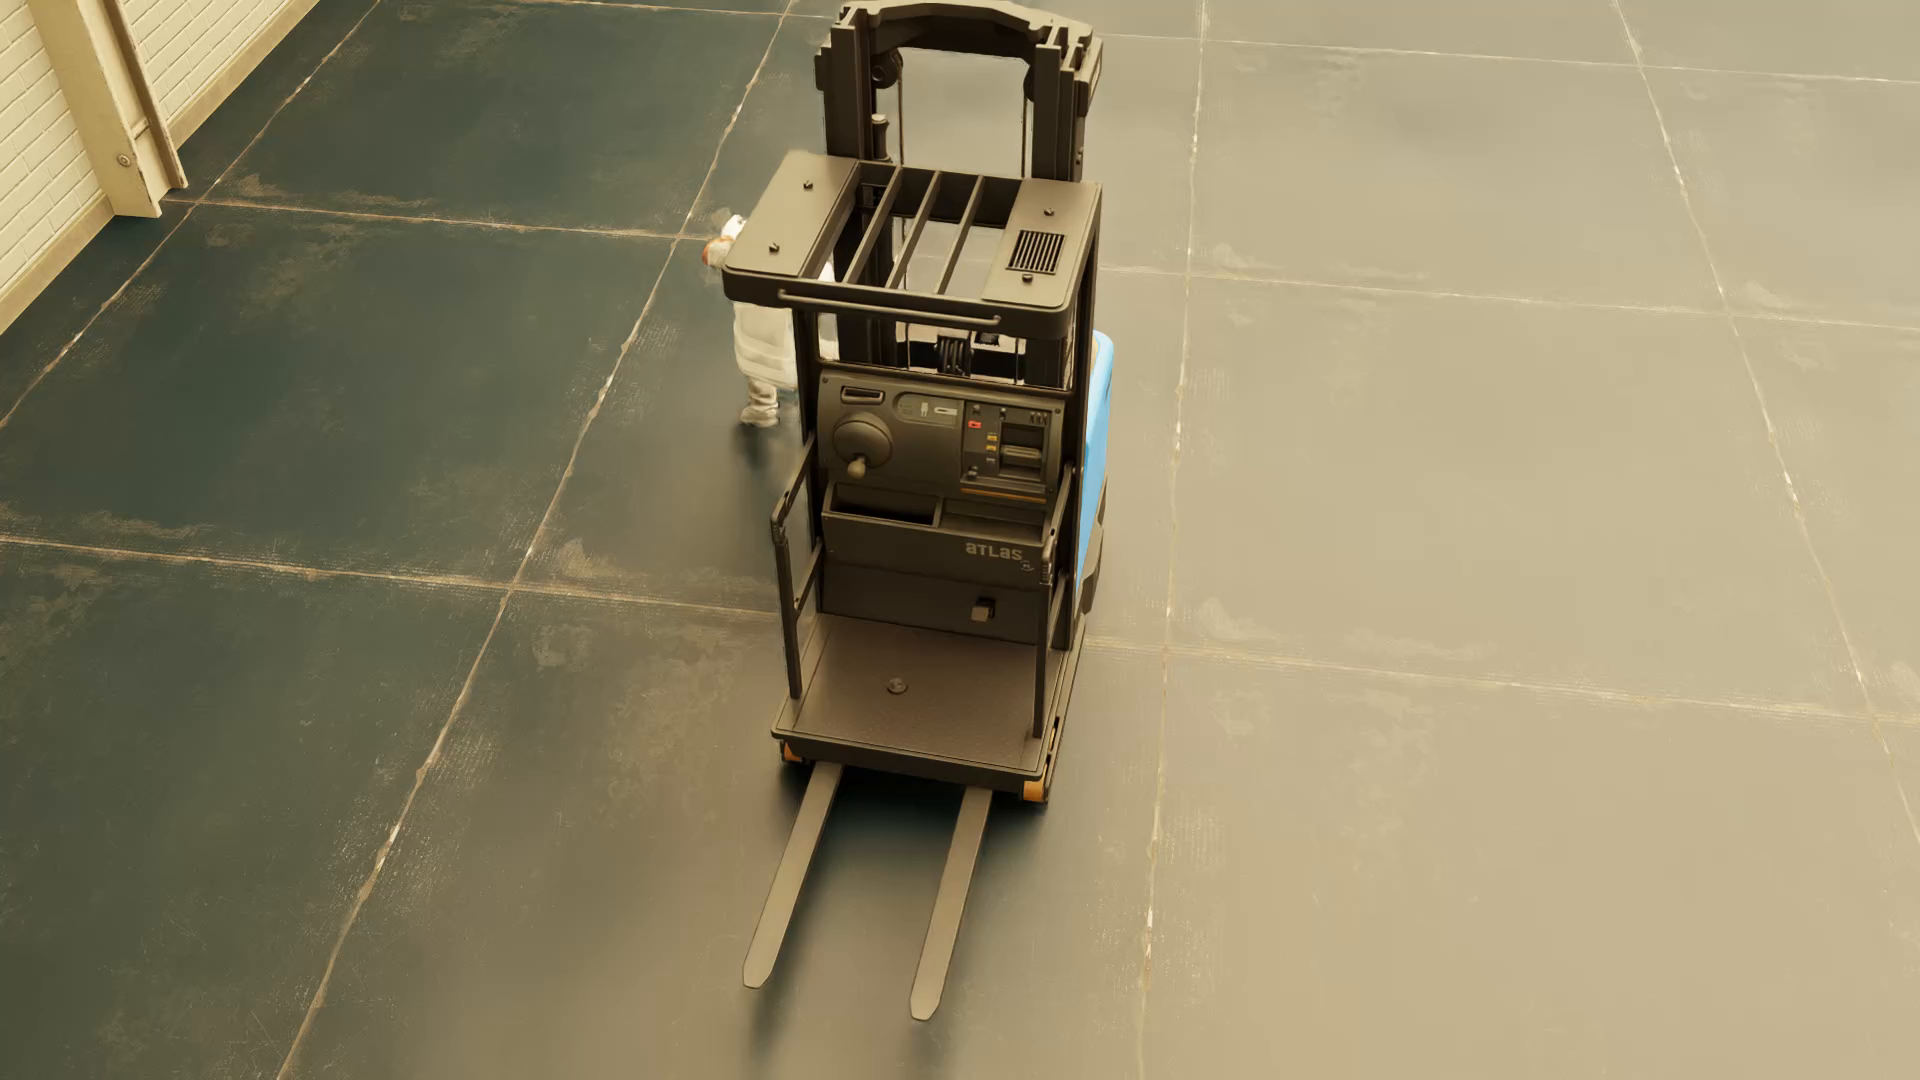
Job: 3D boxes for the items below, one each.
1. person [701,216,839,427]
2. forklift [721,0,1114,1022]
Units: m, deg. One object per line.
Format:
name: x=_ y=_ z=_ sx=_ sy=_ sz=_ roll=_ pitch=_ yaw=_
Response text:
person: x=-0.745 y=-1.054 z=7.913 sx=1.018 sy=1.565 sz=0.790 roll=18 pitch=45 yaw=18
forklift: x=-0.120 y=-0.300 z=6.051 sx=1.130 sy=2.935 sz=3.031 roll=8 pitch=43 yaw=9
